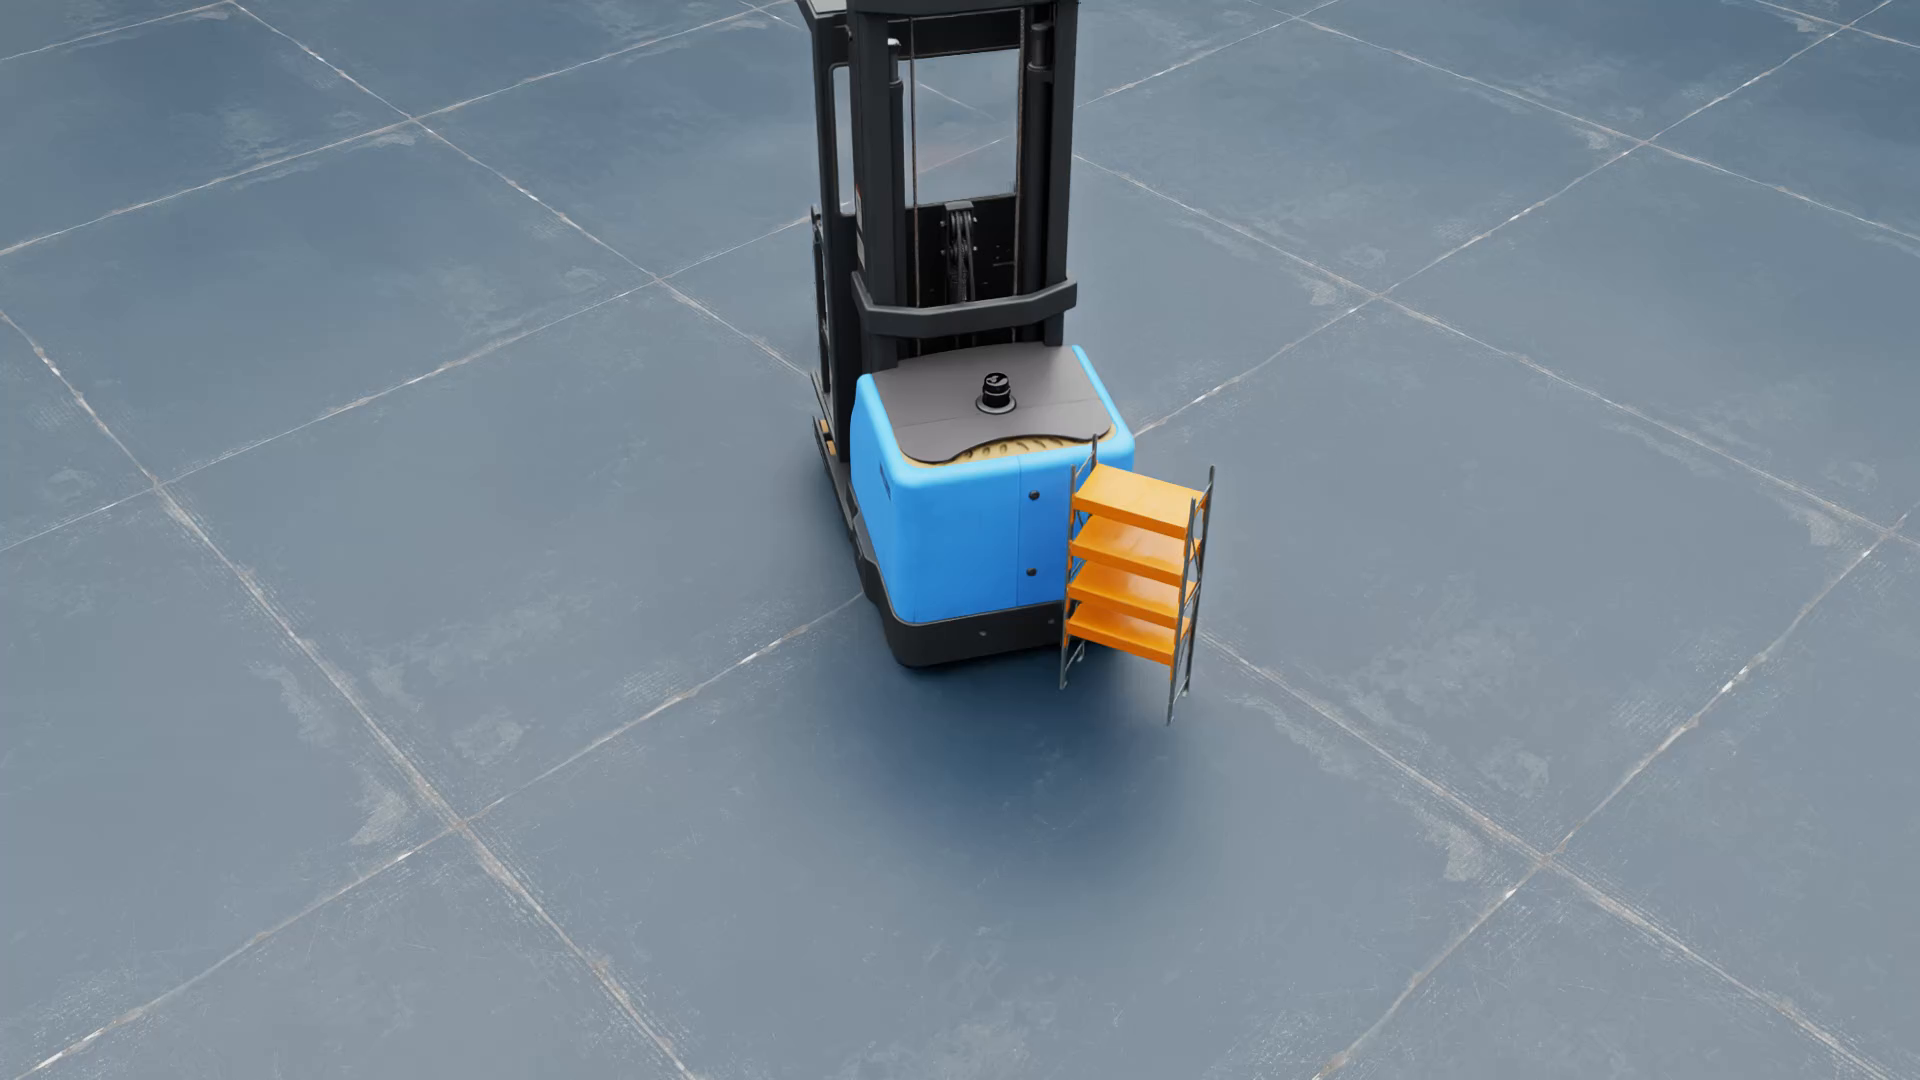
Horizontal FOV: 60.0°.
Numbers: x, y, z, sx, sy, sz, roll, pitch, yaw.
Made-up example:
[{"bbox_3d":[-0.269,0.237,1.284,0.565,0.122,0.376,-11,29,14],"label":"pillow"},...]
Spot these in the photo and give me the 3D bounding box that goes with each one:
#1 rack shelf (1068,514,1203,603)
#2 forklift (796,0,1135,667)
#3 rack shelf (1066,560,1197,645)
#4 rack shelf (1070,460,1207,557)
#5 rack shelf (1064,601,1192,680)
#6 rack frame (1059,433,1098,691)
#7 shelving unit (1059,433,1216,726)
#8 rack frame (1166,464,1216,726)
[{"bbox_3d":[0.706,0.057,6.684,0.480,0.148,0.258,17,42,20],"label":"rack shelf"},{"bbox_3d":[-0.122,-1.527,7.515,1.130,2.935,3.031,-9,40,-11],"label":"forklift"},{"bbox_3d":[0.706,0.231,6.824,0.480,0.148,0.258,17,42,20],"label":"rack shelf"},{"bbox_3d":[0.706,-0.127,6.535,0.480,0.148,0.258,17,42,20],"label":"rack shelf"},{"bbox_3d":[0.706,0.385,6.949,0.480,0.148,0.258,17,42,20],"label":"rack shelf"},{"bbox_3d":[0.487,0.112,6.865,0.015,1.200,0.240,17,42,20],"label":"rack frame"},{"bbox_3d":[0.706,0.178,6.782,0.503,1.200,0.258,17,42,20],"label":"shelving unit"},{"bbox_3d":[0.926,0.245,6.700,0.015,1.200,0.240,17,42,20],"label":"rack frame"}]
